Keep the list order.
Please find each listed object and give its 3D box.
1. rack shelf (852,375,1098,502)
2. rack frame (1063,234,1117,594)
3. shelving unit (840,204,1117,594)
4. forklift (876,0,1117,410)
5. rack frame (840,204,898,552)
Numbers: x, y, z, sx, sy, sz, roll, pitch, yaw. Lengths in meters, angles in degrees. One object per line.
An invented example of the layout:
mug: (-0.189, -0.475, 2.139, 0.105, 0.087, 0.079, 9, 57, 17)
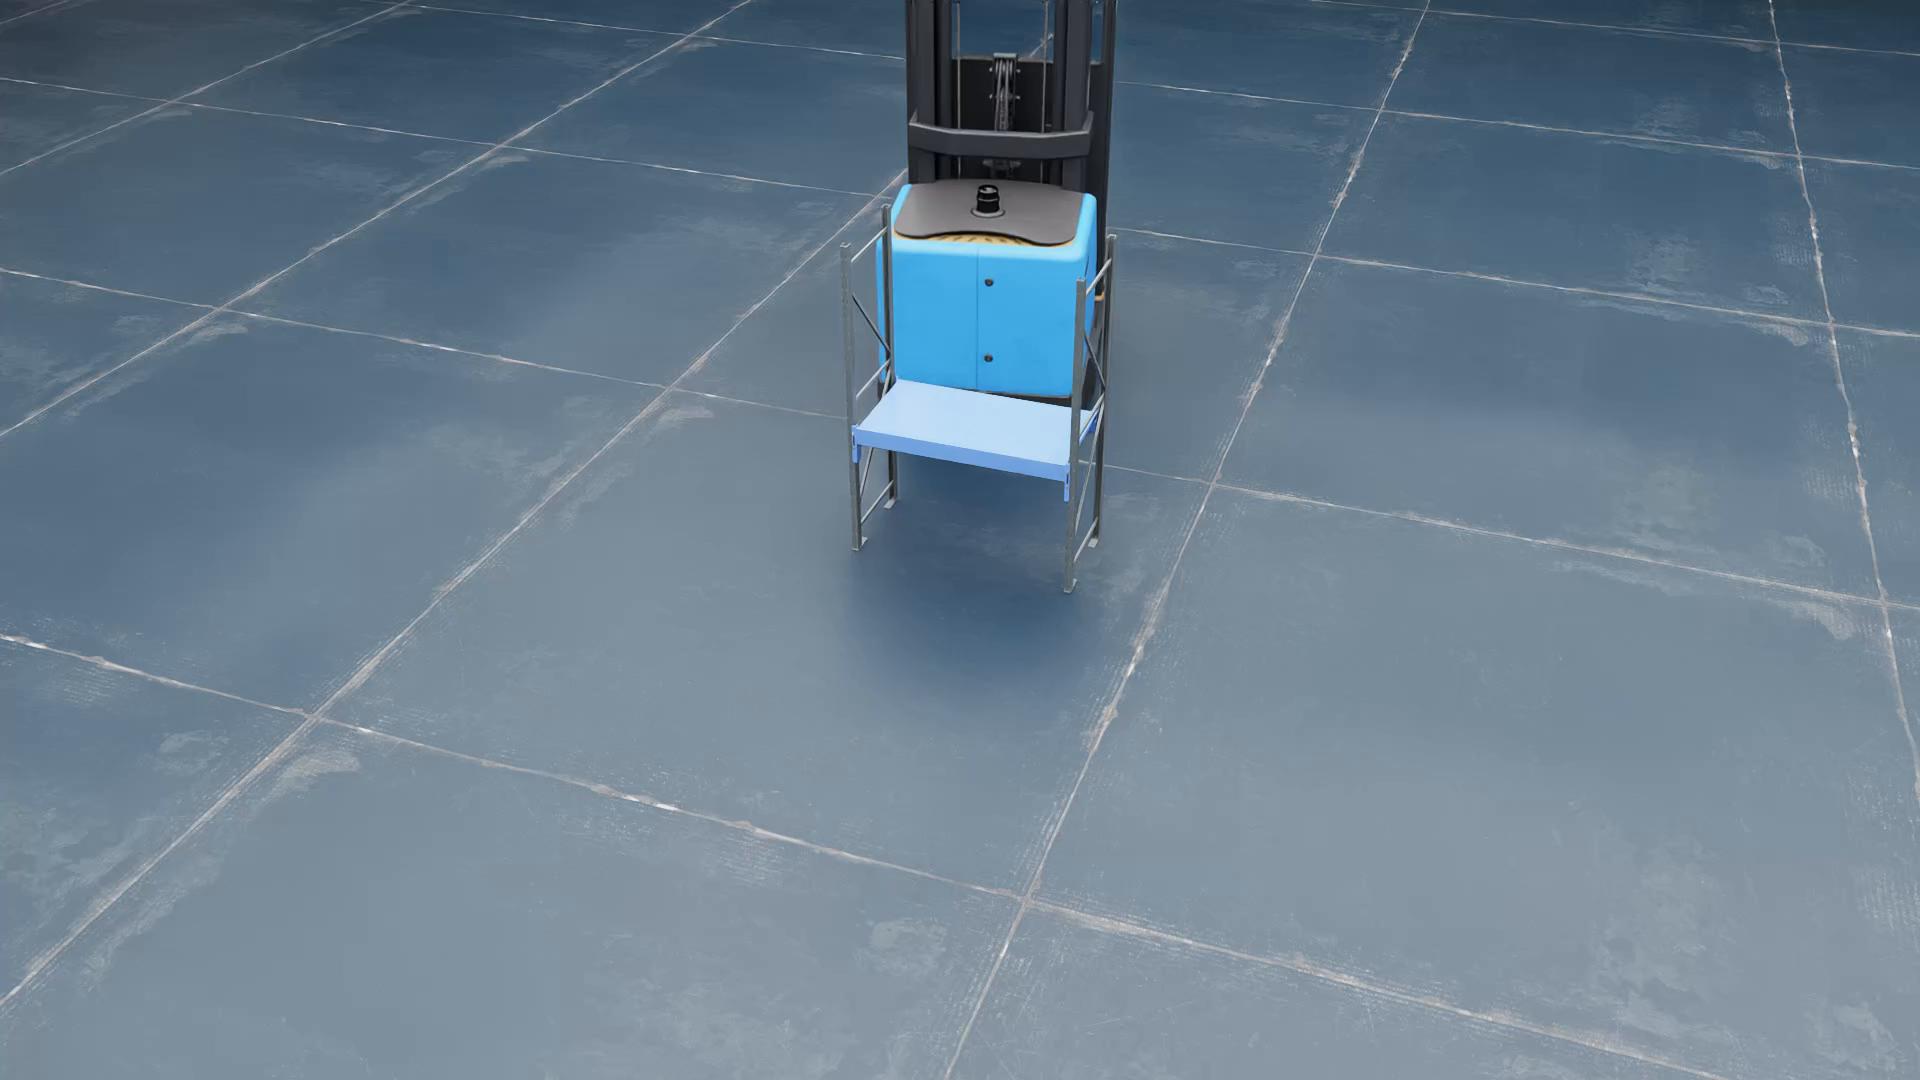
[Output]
rack shelf: (0.080, -0.463, 7.417, 1.000, 0.185, 0.538, 11, 34, 16)
rack frame: (0.559, -0.521, 7.175, 0.032, 1.500, 0.500, 11, 34, 16)
shelving unit: (0.080, -0.614, 7.319, 1.048, 1.500, 0.538, 11, 34, 16)
forklift: (0.296, -2.526, 8.961, 1.130, 2.935, 3.031, 4, 33, 7)
rack frame: (-0.398, -0.708, 7.463, 0.032, 1.500, 0.500, 11, 34, 16)
